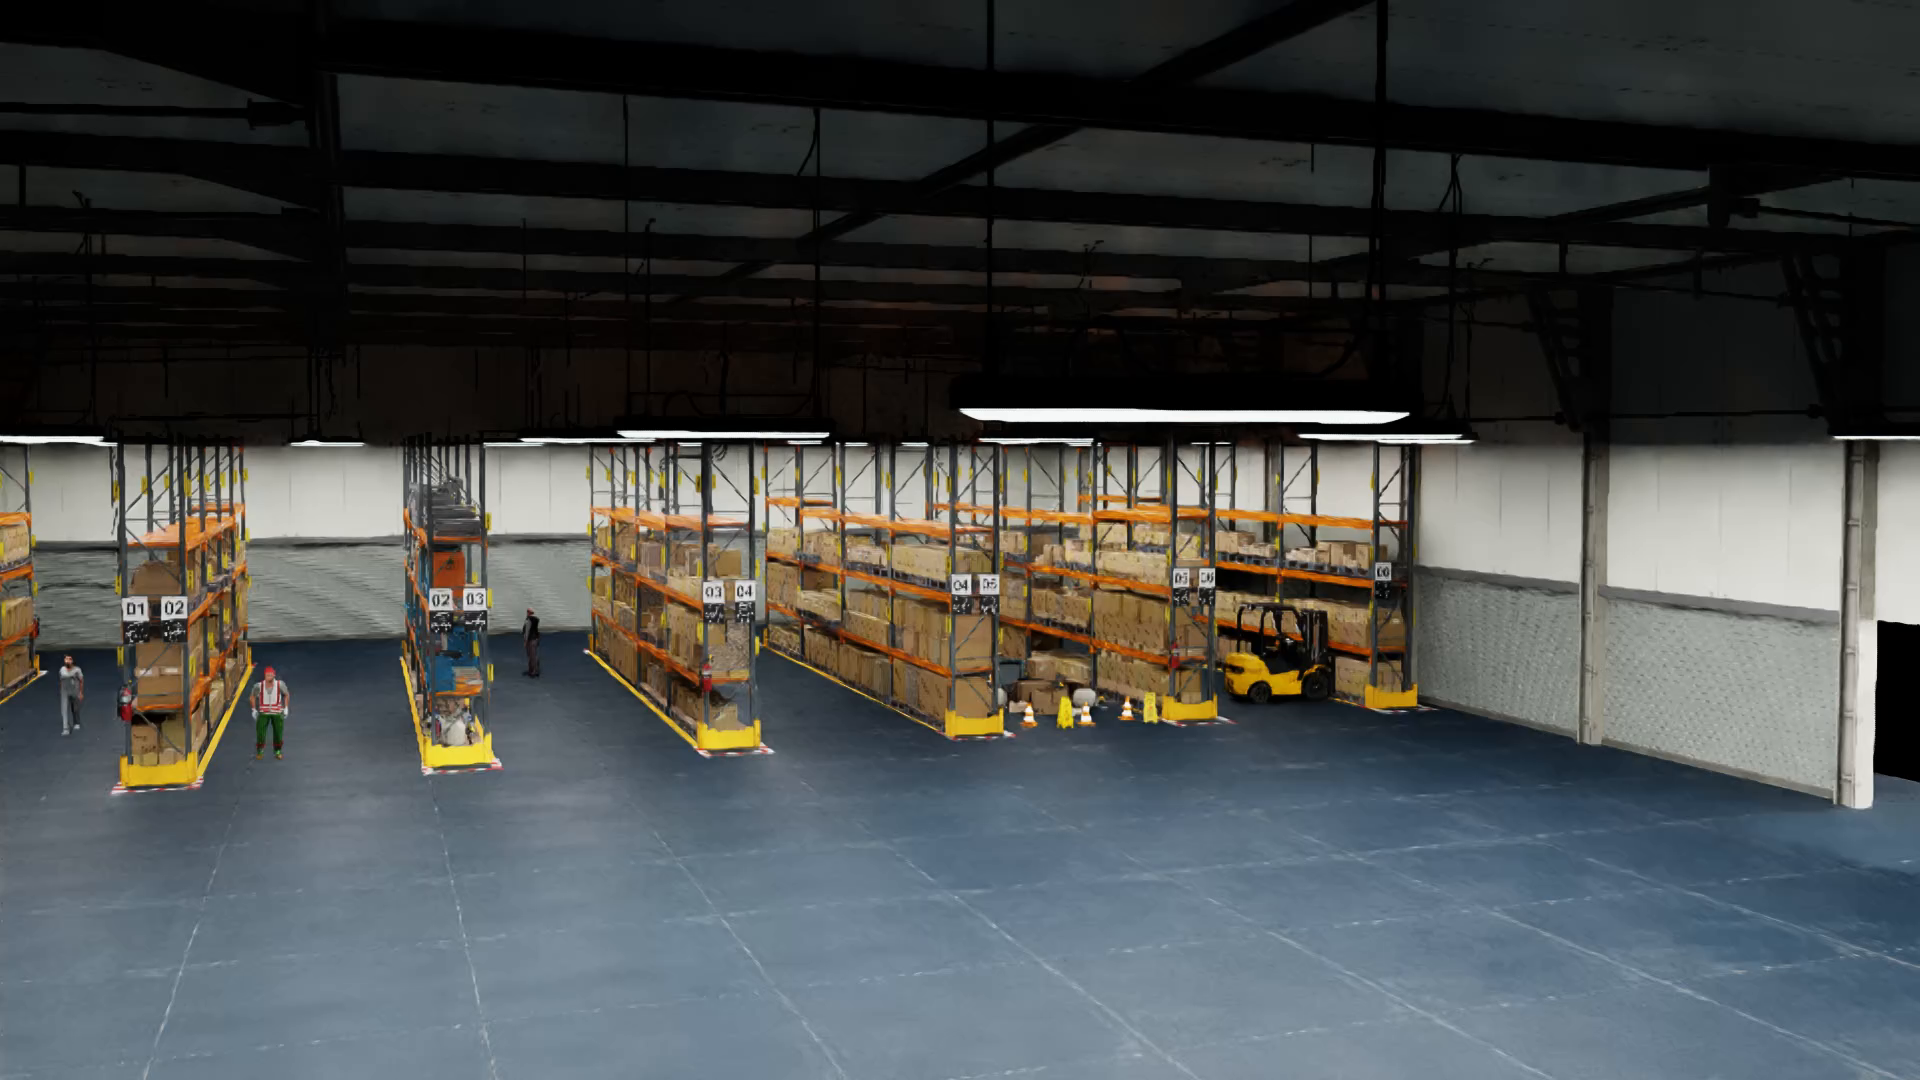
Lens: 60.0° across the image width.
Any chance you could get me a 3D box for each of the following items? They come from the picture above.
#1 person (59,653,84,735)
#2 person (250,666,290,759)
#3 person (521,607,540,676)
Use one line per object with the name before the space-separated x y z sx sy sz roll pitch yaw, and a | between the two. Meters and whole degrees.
person | -17.806 3.063 33.322 0.453 1.612 1.019 -1 3 -21
person | -12.662 3.168 30.509 0.677 1.742 0.552 -1 3 -21
person | -10.798 2.541 41.770 0.581 1.707 0.641 0 3 5
